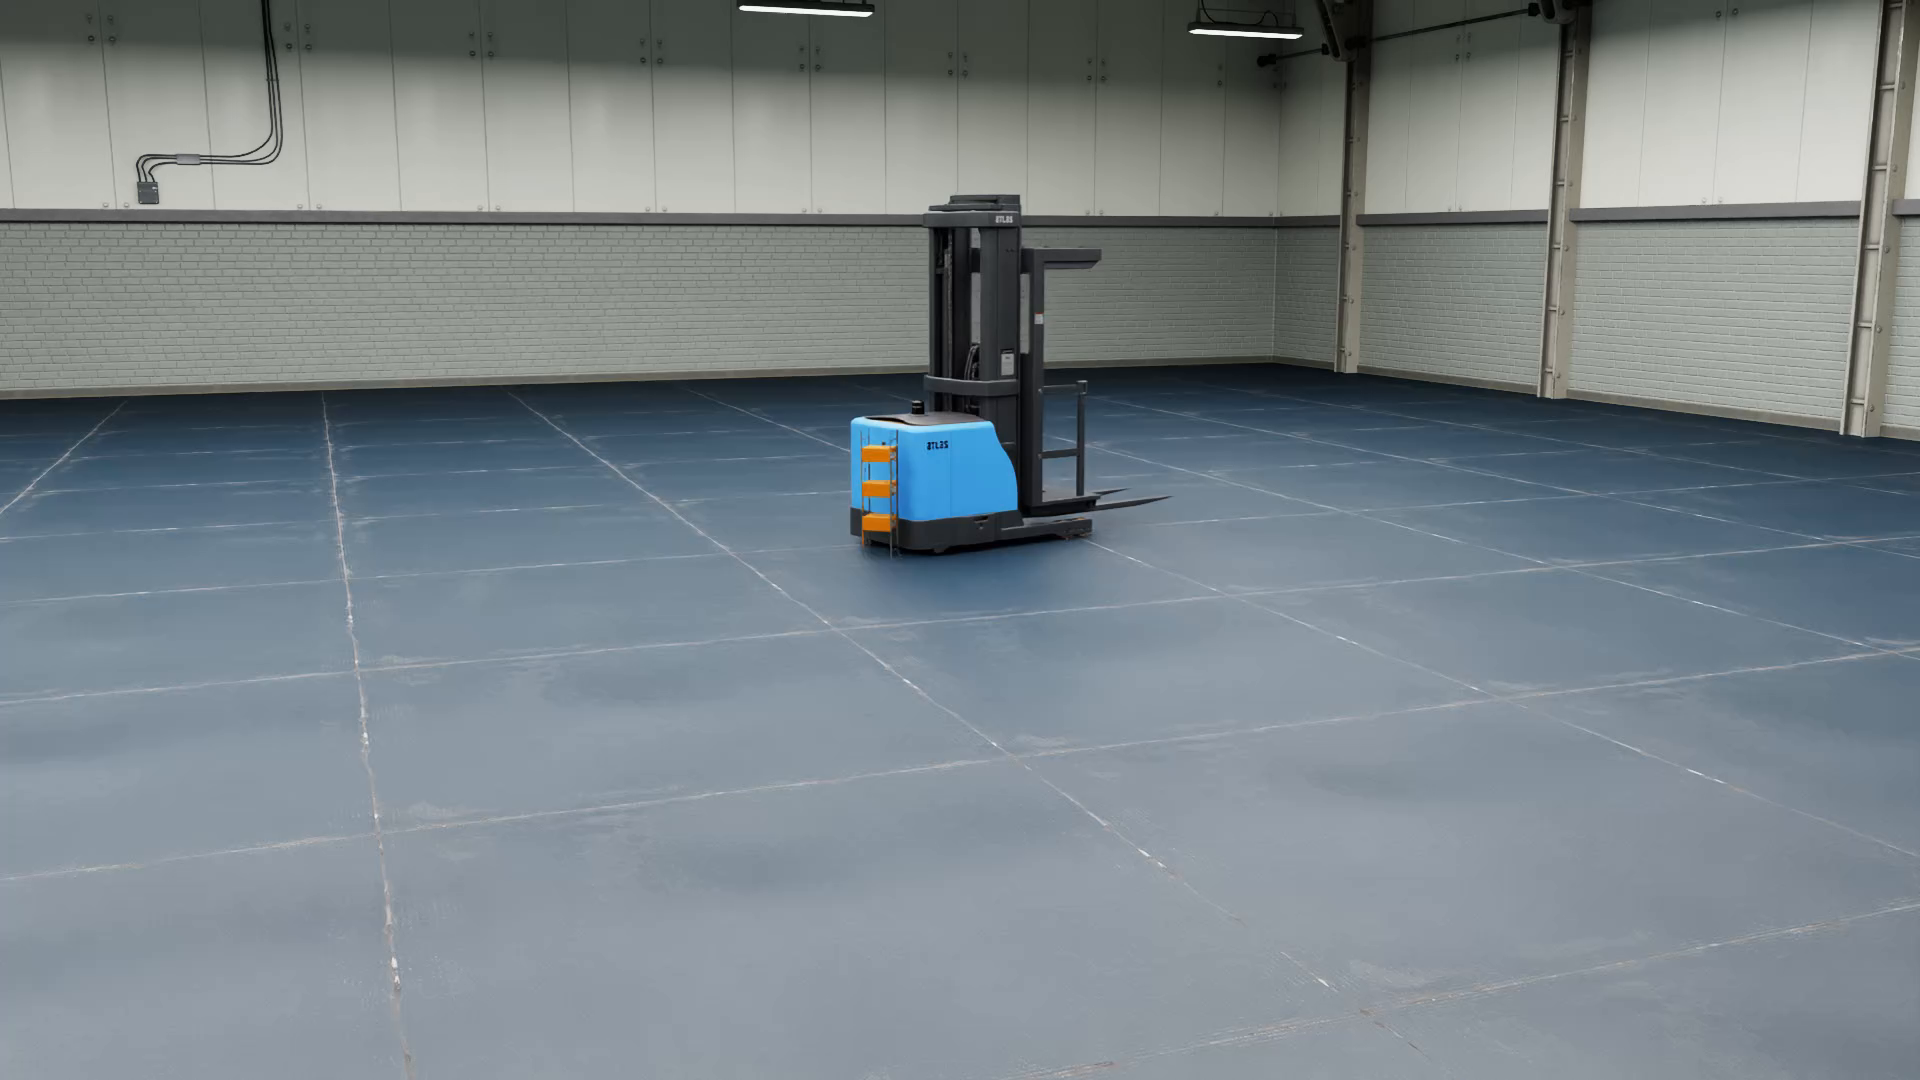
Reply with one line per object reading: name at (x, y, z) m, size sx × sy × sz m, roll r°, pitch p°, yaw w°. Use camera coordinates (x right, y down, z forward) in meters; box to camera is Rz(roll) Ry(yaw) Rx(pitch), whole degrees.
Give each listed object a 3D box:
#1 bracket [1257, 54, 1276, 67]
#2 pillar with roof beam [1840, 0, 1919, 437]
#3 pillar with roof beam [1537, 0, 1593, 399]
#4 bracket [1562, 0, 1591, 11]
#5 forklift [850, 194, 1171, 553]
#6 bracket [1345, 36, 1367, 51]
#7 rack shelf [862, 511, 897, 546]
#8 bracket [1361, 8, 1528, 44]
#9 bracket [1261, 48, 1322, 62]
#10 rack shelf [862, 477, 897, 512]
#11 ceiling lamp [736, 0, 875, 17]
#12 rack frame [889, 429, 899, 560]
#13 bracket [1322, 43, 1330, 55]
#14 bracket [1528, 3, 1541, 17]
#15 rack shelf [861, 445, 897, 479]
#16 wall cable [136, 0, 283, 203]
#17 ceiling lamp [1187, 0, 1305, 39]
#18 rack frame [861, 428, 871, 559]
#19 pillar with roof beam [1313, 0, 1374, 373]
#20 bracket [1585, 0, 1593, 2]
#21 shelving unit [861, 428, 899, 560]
bracket at (6.402, -10.001, 34.672) m, size 0.235 × 0.232 × 0.430 m, roll -4°, pitch 11°, yaw -21°
pillar with roof beam at (8.078, -5.565, 20.010) m, size 9.100 × 9.000 × 0.400 m, roll -4°, pitch 11°, yaw -21°
pillar with roof beam at (5.904, -6.544, 25.516) m, size 9.100 × 9.000 × 0.548 m, roll -4°, pitch 11°, yaw -21°
bracket at (9.736, -8.499, 26.229) m, size 0.235 × 0.232 × 0.430 m, roll -4°, pitch 11°, yaw -21°
forklift at (0.542, -1.514, 14.562) m, size 3.031 × 2.935 × 1.130 m, roll -7°, pitch 13°, yaw -36°
bracket at (7.562, -9.479, 31.735) m, size 0.235 × 0.232 × 0.430 m, roll -4°, pitch 11°, yaw -21°
rack shelf at (-0.650, -0.090, 13.573) m, size 0.240 × 0.259 × 0.215 m, roll 3°, pitch 10°, yaw 16°
bracket at (8.495, -9.058, 29.371) m, size 0.076 × 0.066 × 4.783 m, roll -4°, pitch 11°, yaw -21°
bracket at (6.616, -9.905, 34.130) m, size 0.076 × 0.066 × 3.189 m, roll -4°, pitch 11°, yaw -21°
rack shelf at (-0.650, -0.363, 13.525) m, size 0.240 × 0.259 × 0.215 m, roll 3°, pitch 10°, yaw 16°
ceiling lamp at (-2.322, -9.259, 24.112) m, size 2.000 × 3.185 × 0.800 m, roll -4°, pitch 11°, yaw -21°
rack frame at (-0.533, -0.368, 13.489) m, size 0.008 × 1.050 × 0.200 m, roll 3°, pitch 10°, yaw 16°
bracket at (7.261, -9.614, 32.497) m, size 0.235 × 0.232 × 0.430 m, roll -4°, pitch 11°, yaw -21°
bracket at (9.435, -8.635, 26.991) m, size 0.235 × 0.232 × 0.430 m, roll -4°, pitch 11°, yaw -21°
rack shelf at (-0.650, -0.643, 13.475) m, size 0.240 × 0.259 × 0.215 m, roll 3°, pitch 10°, yaw 16°
wall cable at (-12.598, -8.637, 27.569) m, size 2.305 × 6.003 × 0.169 m, roll -4°, pitch 11°, yaw -21°
ceiling lamp at (4.519, -9.725, 26.731) m, size 2.000 × 3.185 × 0.800 m, roll -4°, pitch 11°, yaw -21°
rack frame at (-0.768, -0.380, 13.556) m, size 0.008 × 1.050 × 0.200 m, roll 3°, pitch 10°, yaw 16°
pillar with roof beam at (3.730, -7.524, 31.022) m, size 9.100 × 9.000 × 0.548 m, roll -4°, pitch 11°, yaw -21°
bracket at (10.670, -8.079, 23.865) m, size 0.076 × 0.066 × 4.783 m, roll -4°, pitch 11°, yaw -21°
shelving unit at (-0.650, -0.374, 13.523) m, size 0.252 × 1.050 × 0.215 m, roll 3°, pitch 10°, yaw 16°
